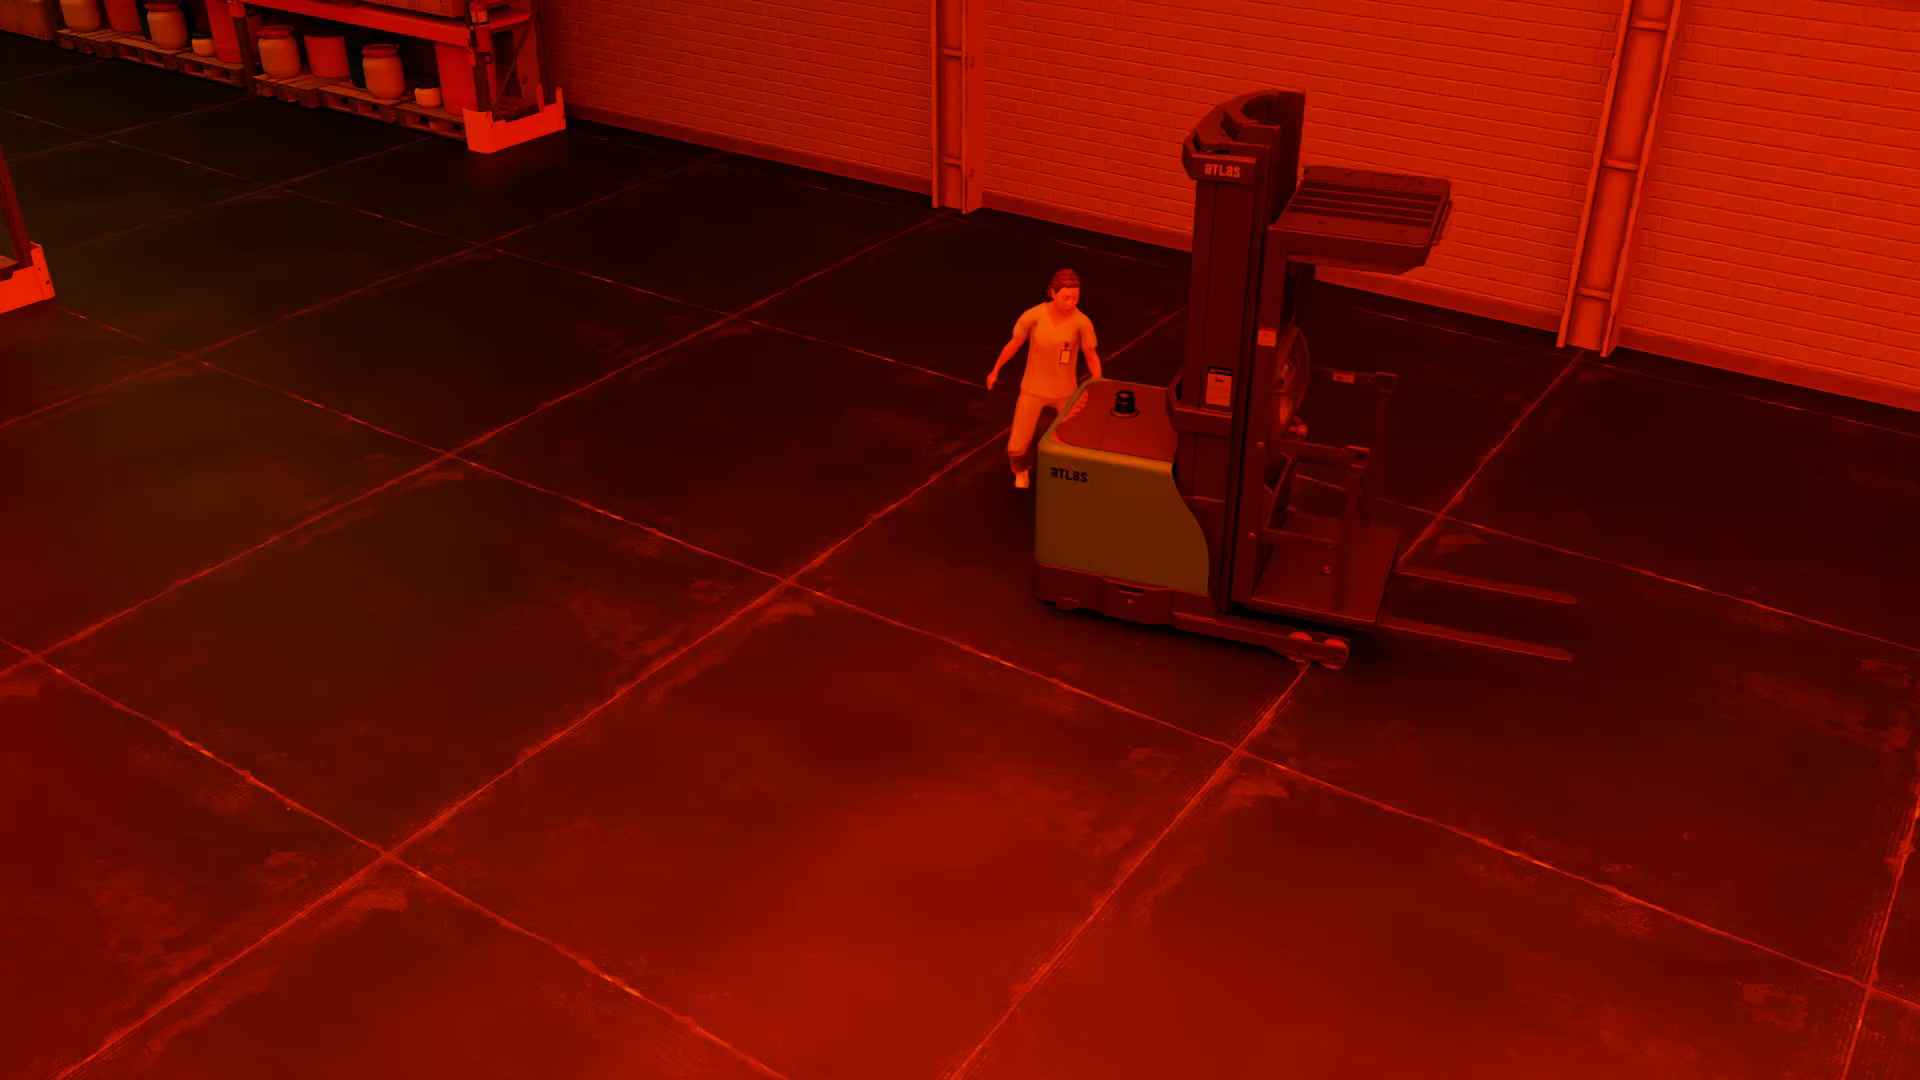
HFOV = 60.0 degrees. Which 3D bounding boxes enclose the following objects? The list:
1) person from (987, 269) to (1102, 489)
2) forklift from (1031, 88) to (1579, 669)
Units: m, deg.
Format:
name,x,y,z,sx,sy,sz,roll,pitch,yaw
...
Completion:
name,x,y,z,sx,sy,sz,roll,pitch,yaw
person,0.568,-0.997,10.640,0.799,1.597,0.486,4,30,6
forklift,1.992,-0.850,9.046,3.031,2.935,1.130,11,32,18
